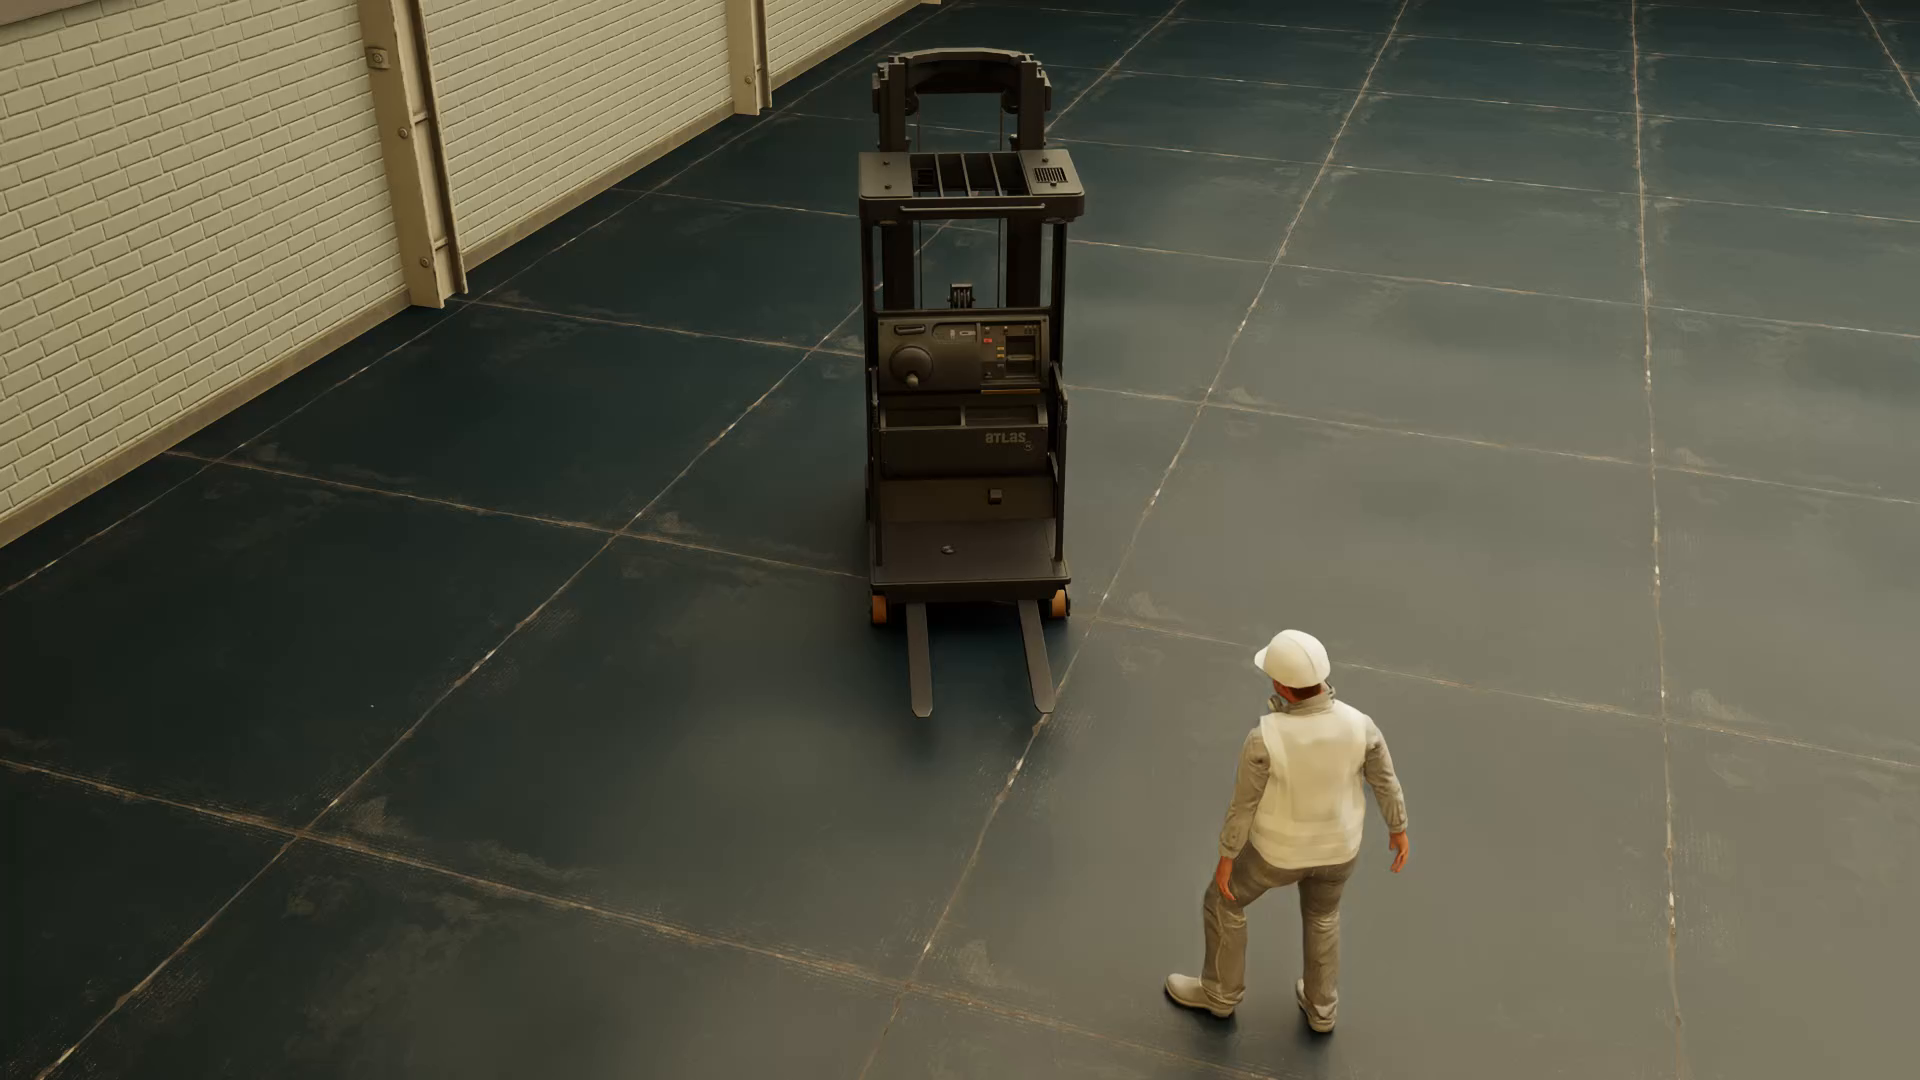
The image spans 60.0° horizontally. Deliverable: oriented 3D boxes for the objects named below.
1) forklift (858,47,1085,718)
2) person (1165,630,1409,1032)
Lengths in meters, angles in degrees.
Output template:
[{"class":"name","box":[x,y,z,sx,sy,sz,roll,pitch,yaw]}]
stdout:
[{"class":"forklift","box":[0.035,-0.972,8.842,1.130,2.935,3.031,-2,30,-3]},{"class":"person","box":[1.281,1.129,6.385,0.861,1.743,0.467,-3,30,-6]}]
